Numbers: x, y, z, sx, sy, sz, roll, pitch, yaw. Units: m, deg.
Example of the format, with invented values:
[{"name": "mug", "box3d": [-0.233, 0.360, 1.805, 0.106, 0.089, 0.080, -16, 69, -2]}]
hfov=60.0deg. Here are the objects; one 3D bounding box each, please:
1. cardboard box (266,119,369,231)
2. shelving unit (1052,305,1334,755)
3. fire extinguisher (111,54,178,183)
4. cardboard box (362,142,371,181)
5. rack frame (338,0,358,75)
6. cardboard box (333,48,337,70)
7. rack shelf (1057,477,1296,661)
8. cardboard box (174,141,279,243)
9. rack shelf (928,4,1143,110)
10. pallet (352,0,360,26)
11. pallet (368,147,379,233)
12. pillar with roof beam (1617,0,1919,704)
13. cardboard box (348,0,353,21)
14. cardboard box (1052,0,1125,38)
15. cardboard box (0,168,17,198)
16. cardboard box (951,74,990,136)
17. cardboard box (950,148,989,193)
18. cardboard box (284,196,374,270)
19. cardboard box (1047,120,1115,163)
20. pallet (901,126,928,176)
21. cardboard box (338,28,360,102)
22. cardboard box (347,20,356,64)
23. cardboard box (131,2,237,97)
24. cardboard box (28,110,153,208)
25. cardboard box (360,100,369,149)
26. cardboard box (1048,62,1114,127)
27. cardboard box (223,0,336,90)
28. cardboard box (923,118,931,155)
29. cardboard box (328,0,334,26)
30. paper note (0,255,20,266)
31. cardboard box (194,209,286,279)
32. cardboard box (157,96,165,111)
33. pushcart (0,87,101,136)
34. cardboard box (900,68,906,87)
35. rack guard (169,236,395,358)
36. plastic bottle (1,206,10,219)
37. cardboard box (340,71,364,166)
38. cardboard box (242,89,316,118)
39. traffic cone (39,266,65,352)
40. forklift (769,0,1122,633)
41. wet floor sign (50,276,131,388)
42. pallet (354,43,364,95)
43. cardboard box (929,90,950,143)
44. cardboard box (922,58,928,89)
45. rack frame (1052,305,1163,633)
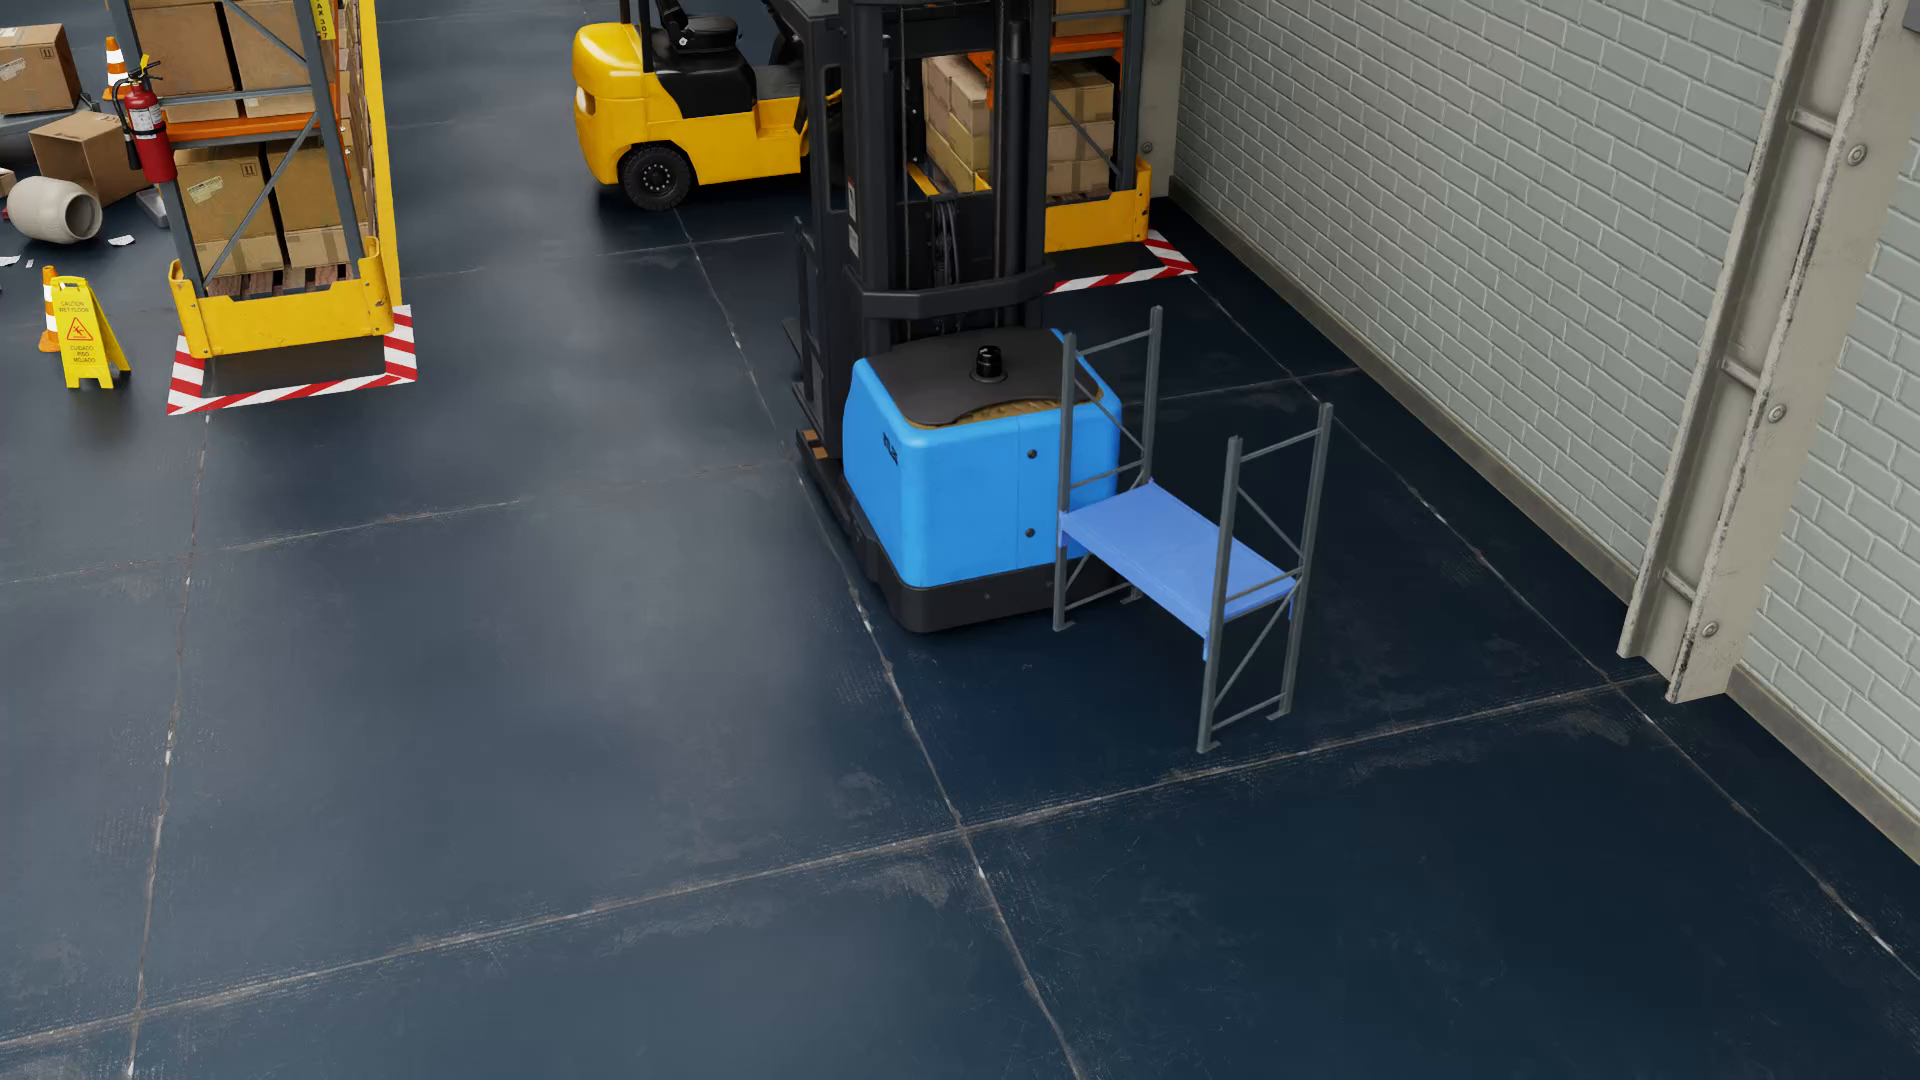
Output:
[{"name": "cardboard box", "box3d": [-4.032, -2.292, 10.431, 0.500, 0.500, 0.500, -11, 35, -16]}, {"name": "shelving unit", "box3d": [0.921, -0.050, 6.965, 0.538, 1.500, 1.048, -20, 38, -27]}, {"name": "fire extinguisher", "box3d": [-4.445, -2.299, 9.079, 0.296, 0.674, 0.183, -10, 35, -15]}, {"name": "cardboard box", "box3d": [-4.351, -2.521, 11.457, 0.500, 0.250, 0.500, -8, 34, -12]}, {"name": "rack frame", "box3d": [-5.262, -4.569, 12.444, 1.000, 3.000, 0.127, -10, 35, -15]}, {"name": "cardboard box", "box3d": [-4.076, -3.002, 10.299, 0.380, 0.149, 0.250, -9, 35, -14]}, {"name": "rack shelf", "box3d": [0.921, 0.100, 7.064, 0.538, 0.185, 1.000, -20, 38, -27]}, {"name": "cardboard box", "box3d": [-4.534, -2.187, 10.271, 0.500, 0.500, 0.500, -10, 35, -14]}, {"name": "rack shelf", "box3d": [0.074, -4.056, 12.319, 1.077, 0.370, 4.000, -10, 35, -15]}, {"name": "pallet", "box3d": [-6.245, -5.095, 15.770, 1.003, 0.211, 1.213, -10, 35, -15]}, {"name": "pallet", "box3d": [-4.647, -2.417, 11.717, 1.003, 0.211, 1.213, -10, 35, -15]}, {"name": "pillar with roof beam", "box3d": [-0.939, -2.452, 3.798, 9.100, 9.000, 0.400, -10, 35, -15]}, {"name": "cardboard box", "box3d": [-5.860, -4.665, 14.591, 0.950, 0.372, 0.625, -9, 34, -13]}, {"name": "cardboard box", "box3d": [0.798, -3.654, 10.969, 0.500, 0.500, 0.500, -9, 34, -13]}, {"name": "cardboard box", "box3d": [-7.057, -2.640, 12.004, 0.396, 0.266, 0.258, 19, 38, 26]}, {"name": "cardboard box", "box3d": [0.247, -2.940, 11.185, 0.500, 0.250, 0.500, -9, 34, -13]}, {"name": "cardboard box", "box3d": [0.240, -2.527, 11.467, 0.500, 0.250, 0.500, -10, 35, -14]}, {"name": "cardboard box", "box3d": [-4.024, -1.967, 10.619, 0.500, 0.250, 0.500, -10, 35, -15]}, {"name": "cardboard box", "box3d": [0.739, -2.824, 11.463, 0.500, 0.250, 0.500, -9, 35, -14]}, {"name": "pallet", "box3d": [0.043, -3.176, 12.865, 1.003, 0.211, 1.213, -10, 35, -15]}, {"name": "cardboard box", "box3d": [-4.669, -3.378, 12.074, 0.500, 0.500, 0.500, -9, 35, -14]}, {"name": "cardboard box", "box3d": [-5.424, -3.923, 13.469, 0.950, 0.372, 0.625, -10, 35, -14]}, {"name": "cardboard box", "box3d": [-4.469, -2.874, 9.517, 0.500, 0.500, 0.500, -11, 35, -16]}, {"name": "cardboard box", "box3d": [-6.231, -2.736, 11.935, 0.500, 0.500, 0.500, 13, 36, 18]}, {"name": "cardboard box", "box3d": [-4.653, -3.054, 12.264, 0.500, 0.250, 0.500, -11, 35, -16]}, {"name": "cardboard box", "box3d": [0.718, -3.035, 11.329, 0.500, 0.250, 0.500, -11, 35, -15]}, {"name": "cardboard box", "box3d": [-3.922, -2.930, 9.603, 0.500, 0.500, 0.500, -11, 35, -15]}, {"name": "cardboard box", "box3d": [-0.046, -3.054, 12.264, 0.500, 0.250, 0.500, -10, 35, -14]}, {"name": "cardboard box", "box3d": [-4.240, -3.469, 10.418, 0.500, 0.500, 0.500, -11, 35, -16]}, {"name": "paper note", "box3d": [-6.342, -1.858, 11.045, 0.148, 0.019, 0.142, 1, 33, 2]}, {"name": "cardboard box", "box3d": [-4.552, -1.889, 10.501, 0.500, 0.250, 0.500, -10, 35, -15]}, {"name": "cardboard box", "box3d": [-4.542, -2.639, 9.751, 0.380, 0.149, 0.250, -10, 35, -15]}, {"name": "pushcart", "box3d": [-7.418, -3.066, 12.547, 1.648, 0.377, 0.936, -23, 40, -31]}, {"name": "cardboard box", "box3d": [-0.231, -3.541, 12.548, 0.500, 0.250, 0.500, -10, 35, -15]}, {"name": "rack guard", "box3d": [-4.065, -1.466, 10.015, 1.175, 0.500, 0.348, -10, 35, -15]}, {"name": "plastic bottle", "box3d": [-6.654, -2.350, 11.751, 0.133, 0.061, 0.283, -4, 34, -6]}, {"name": "cardboard box", "box3d": [-4.341, -2.831, 11.246, 0.500, 0.500, 0.500, -9, 35, -14]}, {"name": "cardboard box", "box3d": [-3.948, -2.577, 9.658, 0.380, 0.149, 0.250, -10, 35, -15]}, {"name": "traffic cone", "box3d": [-5.401, -1.420, 9.978, 0.336, 0.463, 0.334, -10, 35, -15]}, {"name": "forklift", "box3d": [-0.235, -1.612, 8.030, 1.130, 2.935, 3.031, -11, 35, -16]}, {"name": "wet floor sign", "box3d": [-5.003, -1.207, 9.492, 0.267, 0.644, 0.232, 1, 33, 2]}, {"name": "pallet", "box3d": [-5.501, -3.814, 13.831, 1.003, 0.211, 1.213, -10, 35, -15]}, {"name": "cardboard box", "box3d": [0.096, -3.010, 11.745, 0.500, 0.250, 0.500, -10, 35, -15]}, {"name": "cardboard box", "box3d": [-0.078, -3.471, 11.988, 0.500, 0.250, 0.500, -10, 35, -14]}, {"name": "rack frame", "box3d": [0.641, -0.284, 7.319, 0.500, 1.500, 0.032, -20, 38, -27]}]
